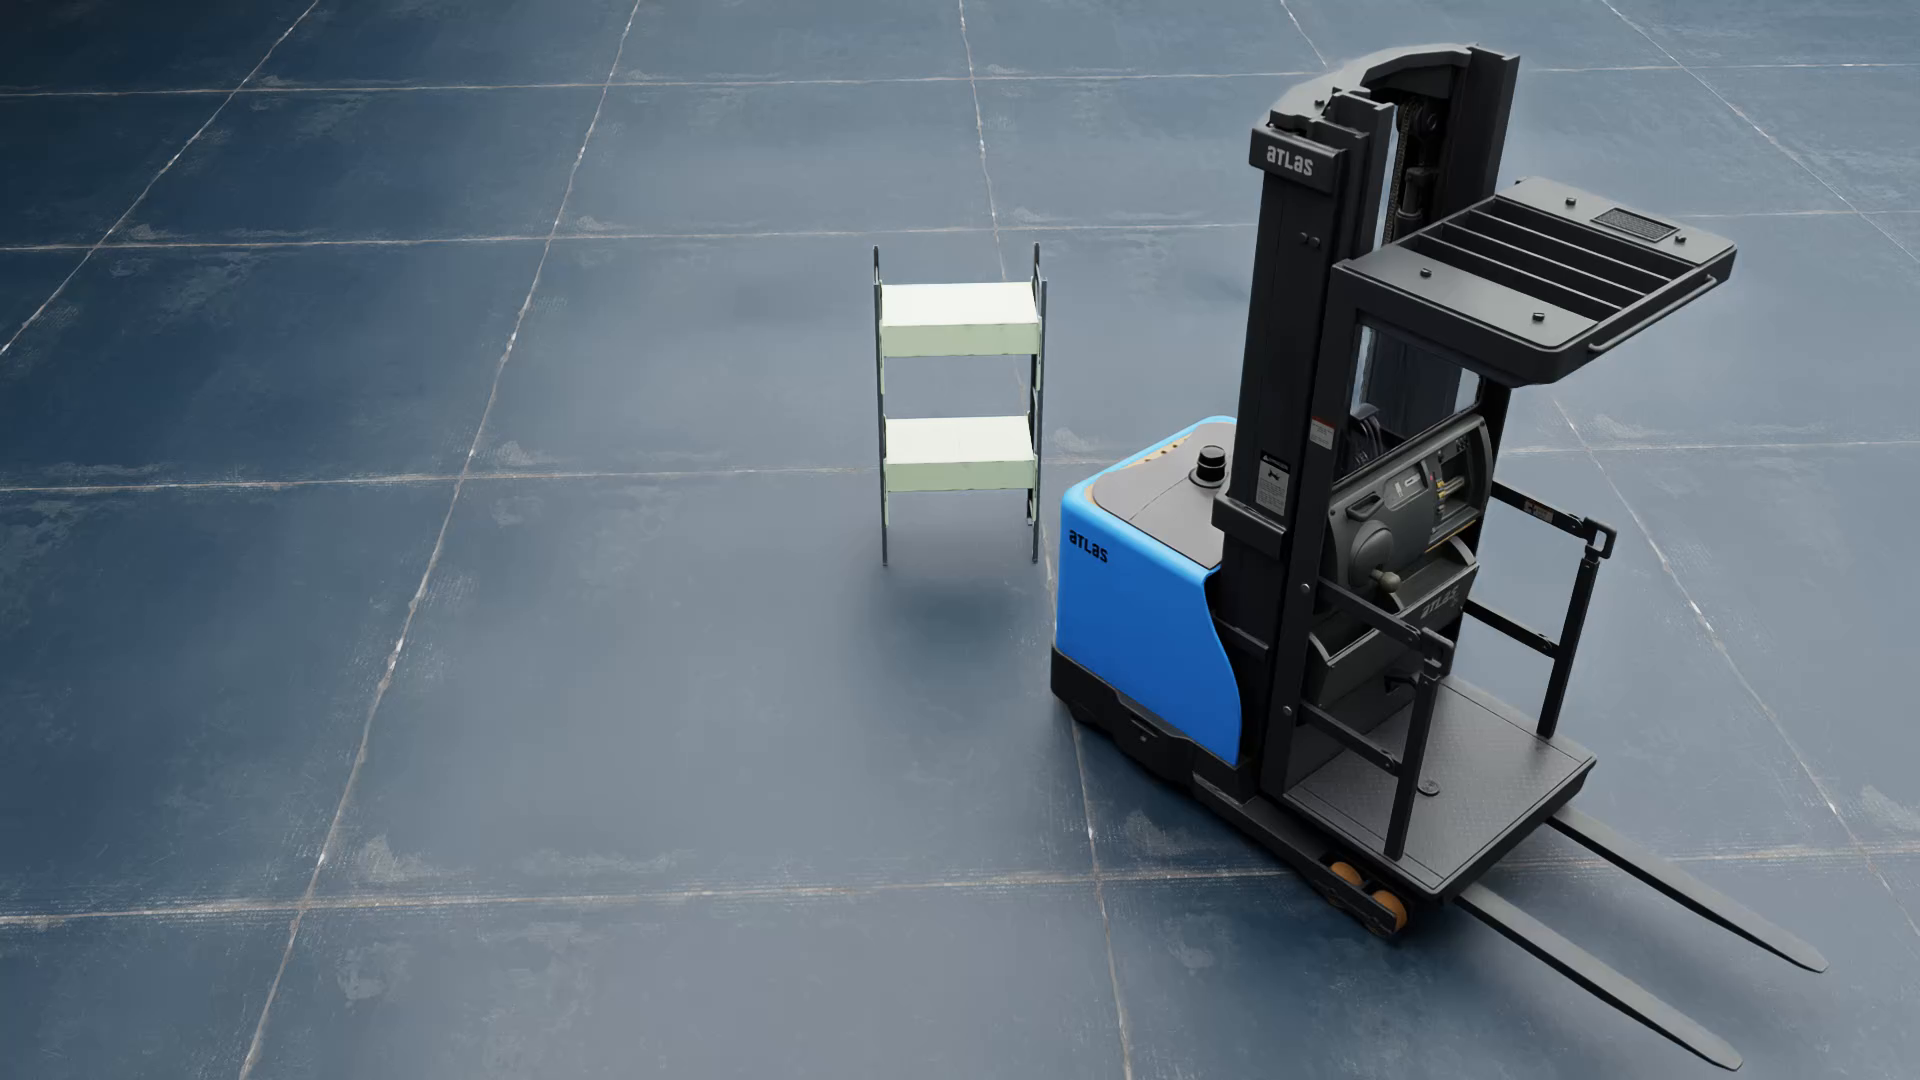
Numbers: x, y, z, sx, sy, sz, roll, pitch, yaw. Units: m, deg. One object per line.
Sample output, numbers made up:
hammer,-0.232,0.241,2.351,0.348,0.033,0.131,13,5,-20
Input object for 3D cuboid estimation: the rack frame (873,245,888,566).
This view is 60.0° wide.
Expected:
rack frame,-0.372,-0.607,7.809,0.023,1.500,0.400,-2,35,-2

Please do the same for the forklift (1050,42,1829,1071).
forklift,1.747,-0.073,5.780,1.130,2.935,3.031,-27,43,-33

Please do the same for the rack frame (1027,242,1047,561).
rack frame,0.359,-0.626,7.837,0.023,1.500,0.400,-2,35,-2

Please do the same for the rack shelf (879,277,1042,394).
rack shelf,-0.007,-0.937,7.601,0.720,0.370,0.431,-2,35,-2

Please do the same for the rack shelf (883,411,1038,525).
rack shelf,-0.007,-0.348,8.008,0.720,0.370,0.431,-2,35,-2

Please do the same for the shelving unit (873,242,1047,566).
shelving unit,-0.007,-0.617,7.823,0.755,1.500,0.431,-2,35,-2
